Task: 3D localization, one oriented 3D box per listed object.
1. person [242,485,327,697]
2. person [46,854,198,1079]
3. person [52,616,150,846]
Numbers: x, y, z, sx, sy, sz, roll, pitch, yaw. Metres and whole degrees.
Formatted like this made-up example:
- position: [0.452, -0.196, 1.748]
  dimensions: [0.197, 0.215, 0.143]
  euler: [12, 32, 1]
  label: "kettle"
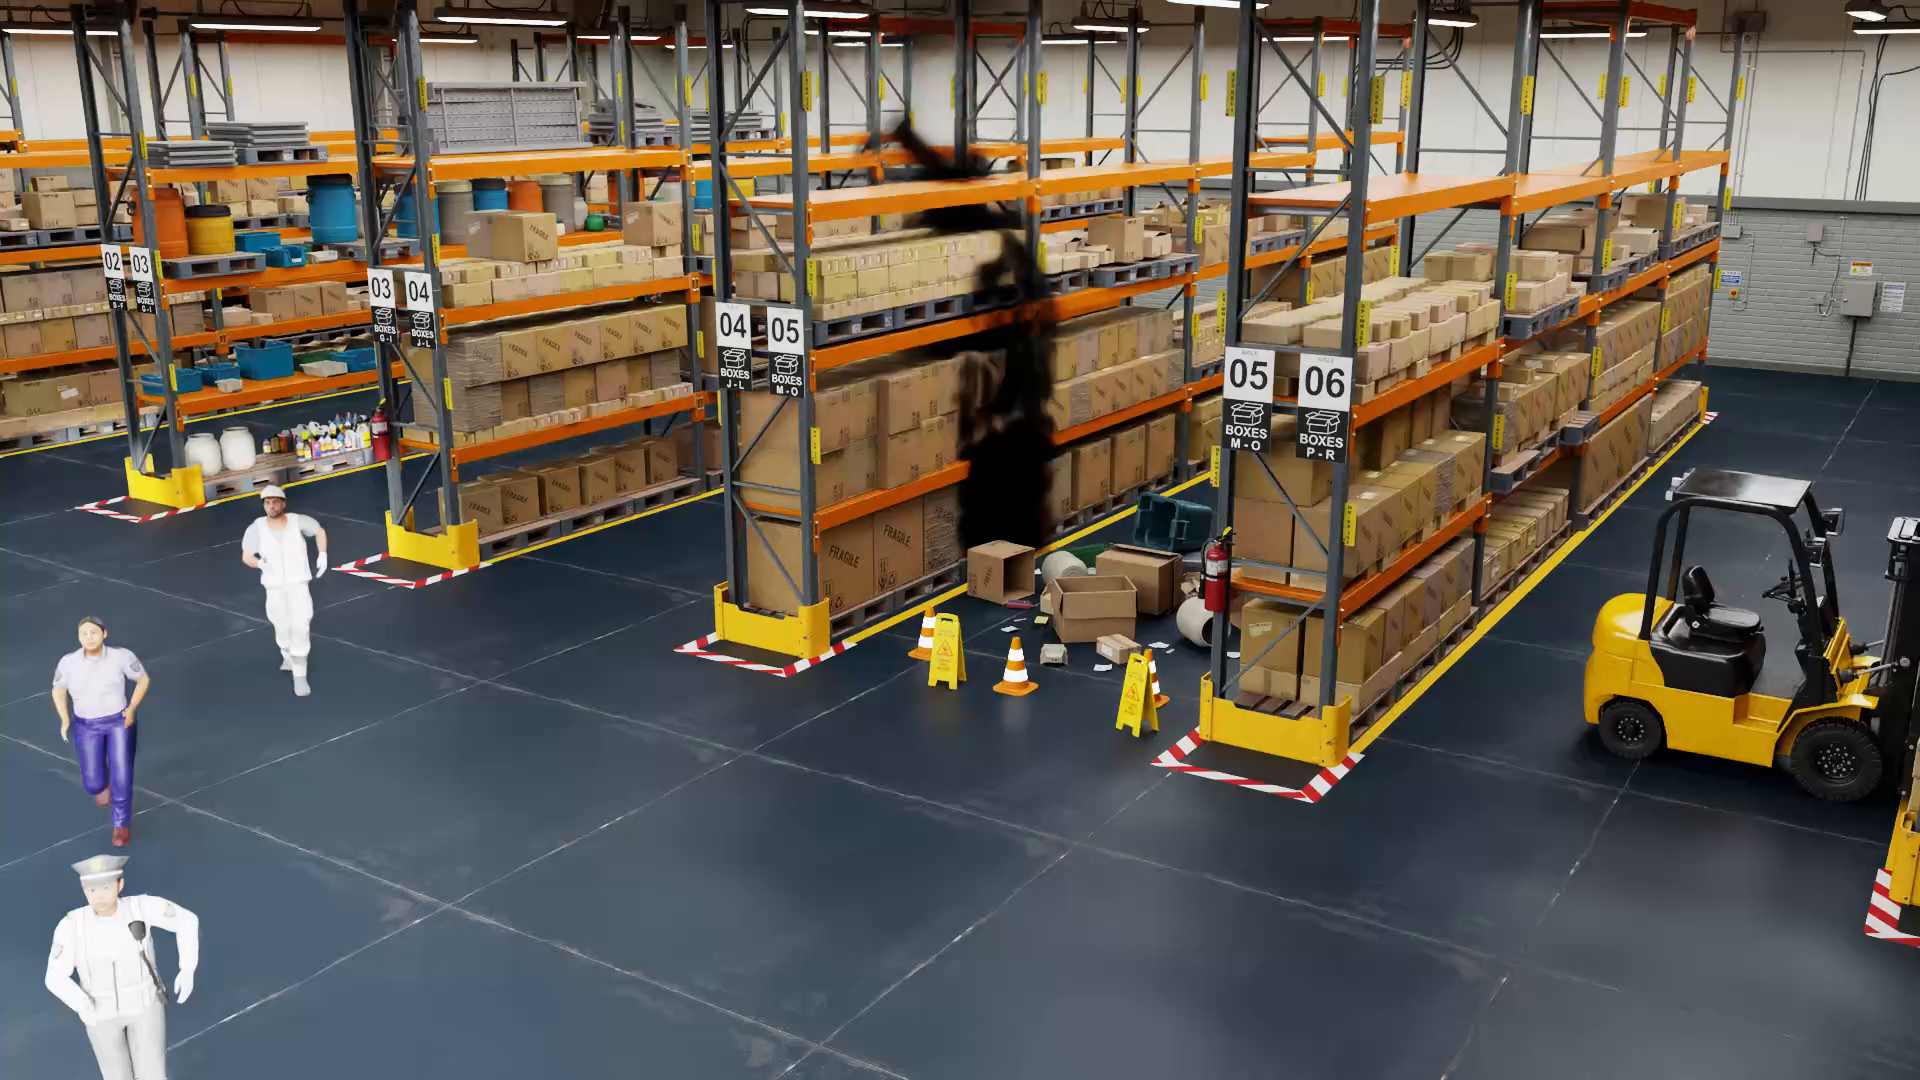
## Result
- position: [-5.854, 0.333, 14.460]
  dimensions: [0.669, 1.654, 0.768]
  euler: [-4, 16, -16]
  label: "person"
- position: [-3.972, 2.274, 7.947]
  dimensions: [0.643, 1.708, 0.660]
  euler: [-5, 16, -18]
  label: "person"
- position: [-5.972, 1.300, 11.636]
  dimensions: [0.615, 1.599, 0.587]
  euler: [-6, 17, -22]
  label: "person"
